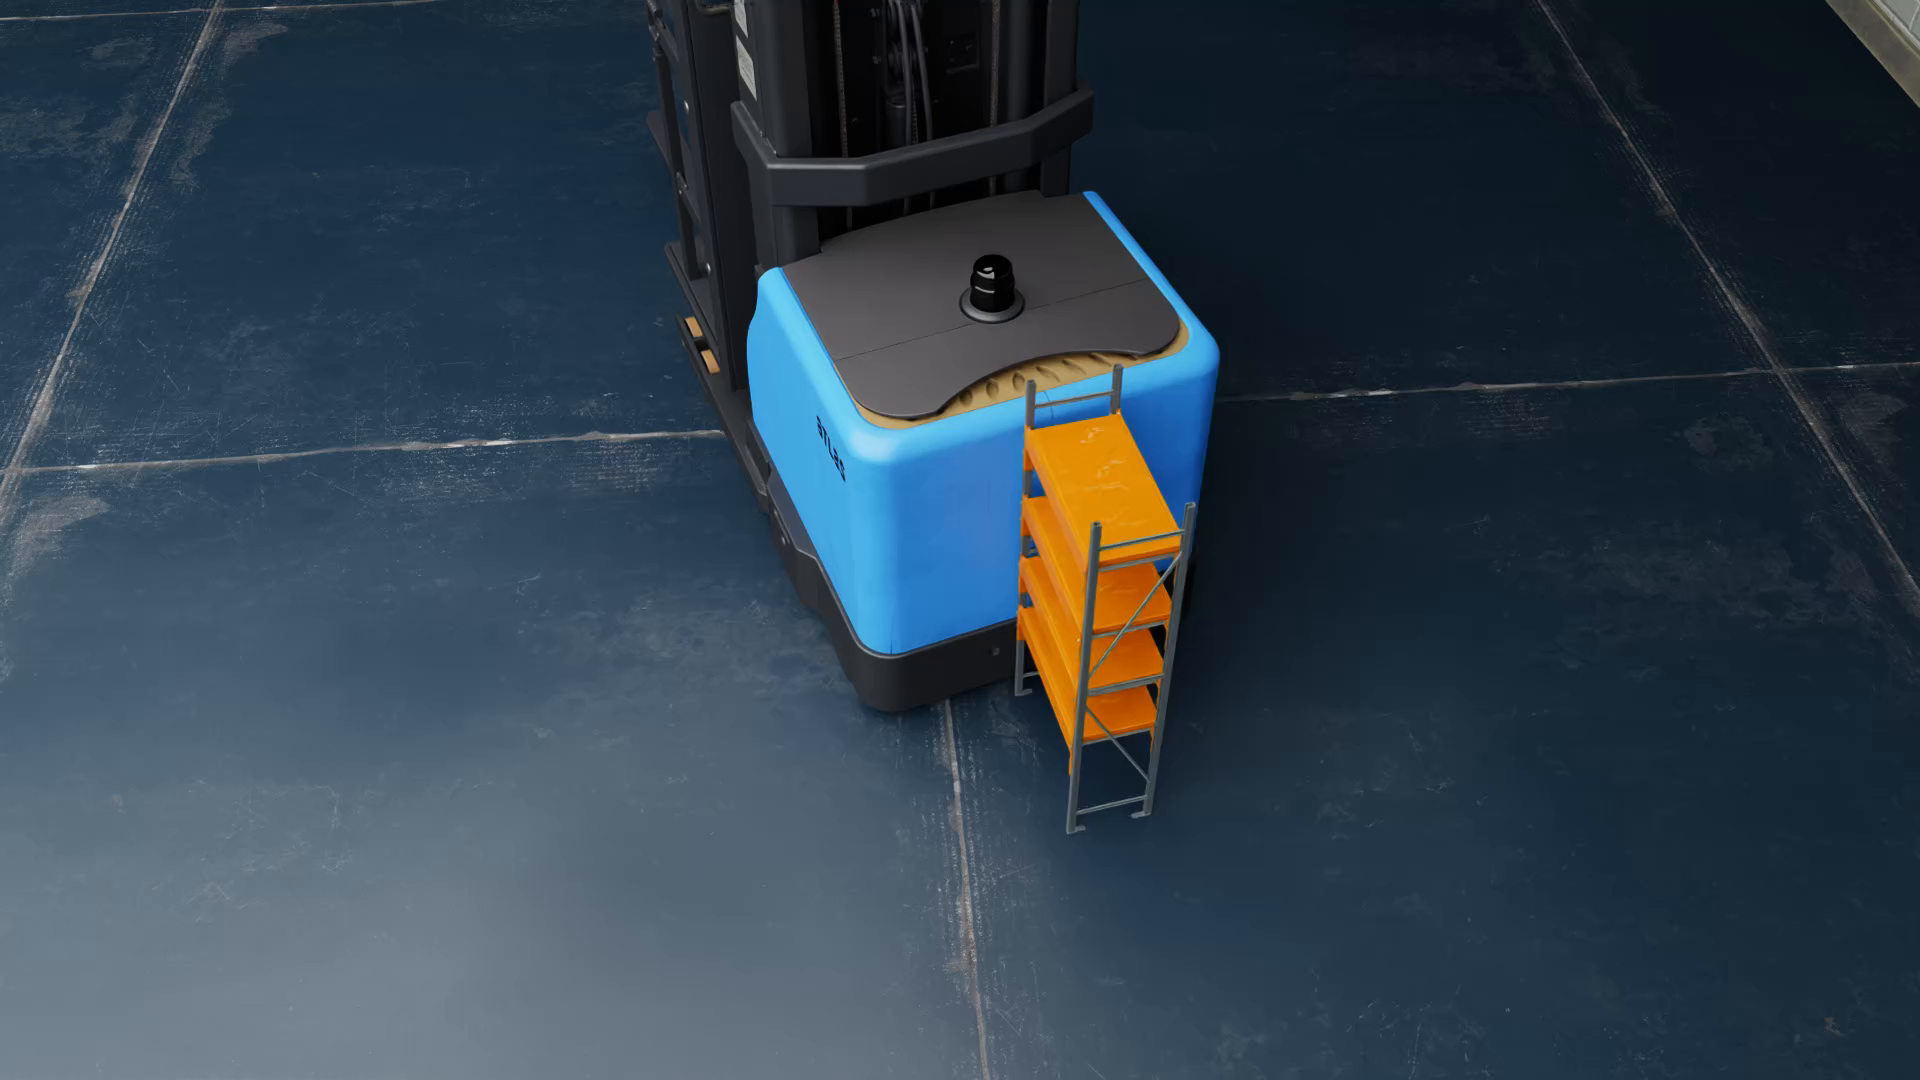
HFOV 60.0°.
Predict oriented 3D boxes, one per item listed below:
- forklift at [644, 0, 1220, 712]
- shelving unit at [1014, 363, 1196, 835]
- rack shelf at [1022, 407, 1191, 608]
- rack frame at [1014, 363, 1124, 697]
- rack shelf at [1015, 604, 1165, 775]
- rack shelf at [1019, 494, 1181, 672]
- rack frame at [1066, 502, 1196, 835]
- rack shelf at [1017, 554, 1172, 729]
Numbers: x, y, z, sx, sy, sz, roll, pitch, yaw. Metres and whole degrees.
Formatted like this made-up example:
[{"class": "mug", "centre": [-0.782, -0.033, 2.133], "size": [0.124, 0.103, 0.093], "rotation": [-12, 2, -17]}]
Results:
[{"class": "forklift", "centre": [-0.342, -1.610, 4.756], "size": [1.130, 2.935, 3.031], "rotation": [-17, 49, -15]}, {"class": "shelving unit", "centre": [0.340, 0.185, 4.248], "size": [0.258, 1.200, 0.503], "rotation": [-11, 48, -10]}, {"class": "rack shelf", "centre": [0.340, -0.085, 3.963], "size": [0.258, 0.148, 0.480], "rotation": [-11, 48, -10]}, {"class": "rack frame", "centre": [0.275, 0.015, 4.410], "size": [0.240, 1.200, 0.015], "rotation": [-11, 48, -10]}, {"class": "rack shelf", "centre": [0.340, 0.368, 4.441], "size": [0.258, 0.148, 0.480], "rotation": [-11, 48, -10]}, {"class": "rack shelf", "centre": [0.340, 0.078, 4.134], "size": [0.258, 0.148, 0.480], "rotation": [-11, 48, -10]}, {"class": "rack frame", "centre": [0.404, 0.356, 4.086], "size": [0.240, 1.200, 0.015], "rotation": [-11, 48, -10]}, {"class": "rack shelf", "centre": [0.340, 0.232, 4.297], "size": [0.258, 0.148, 0.480], "rotation": [-11, 48, -10]}]
